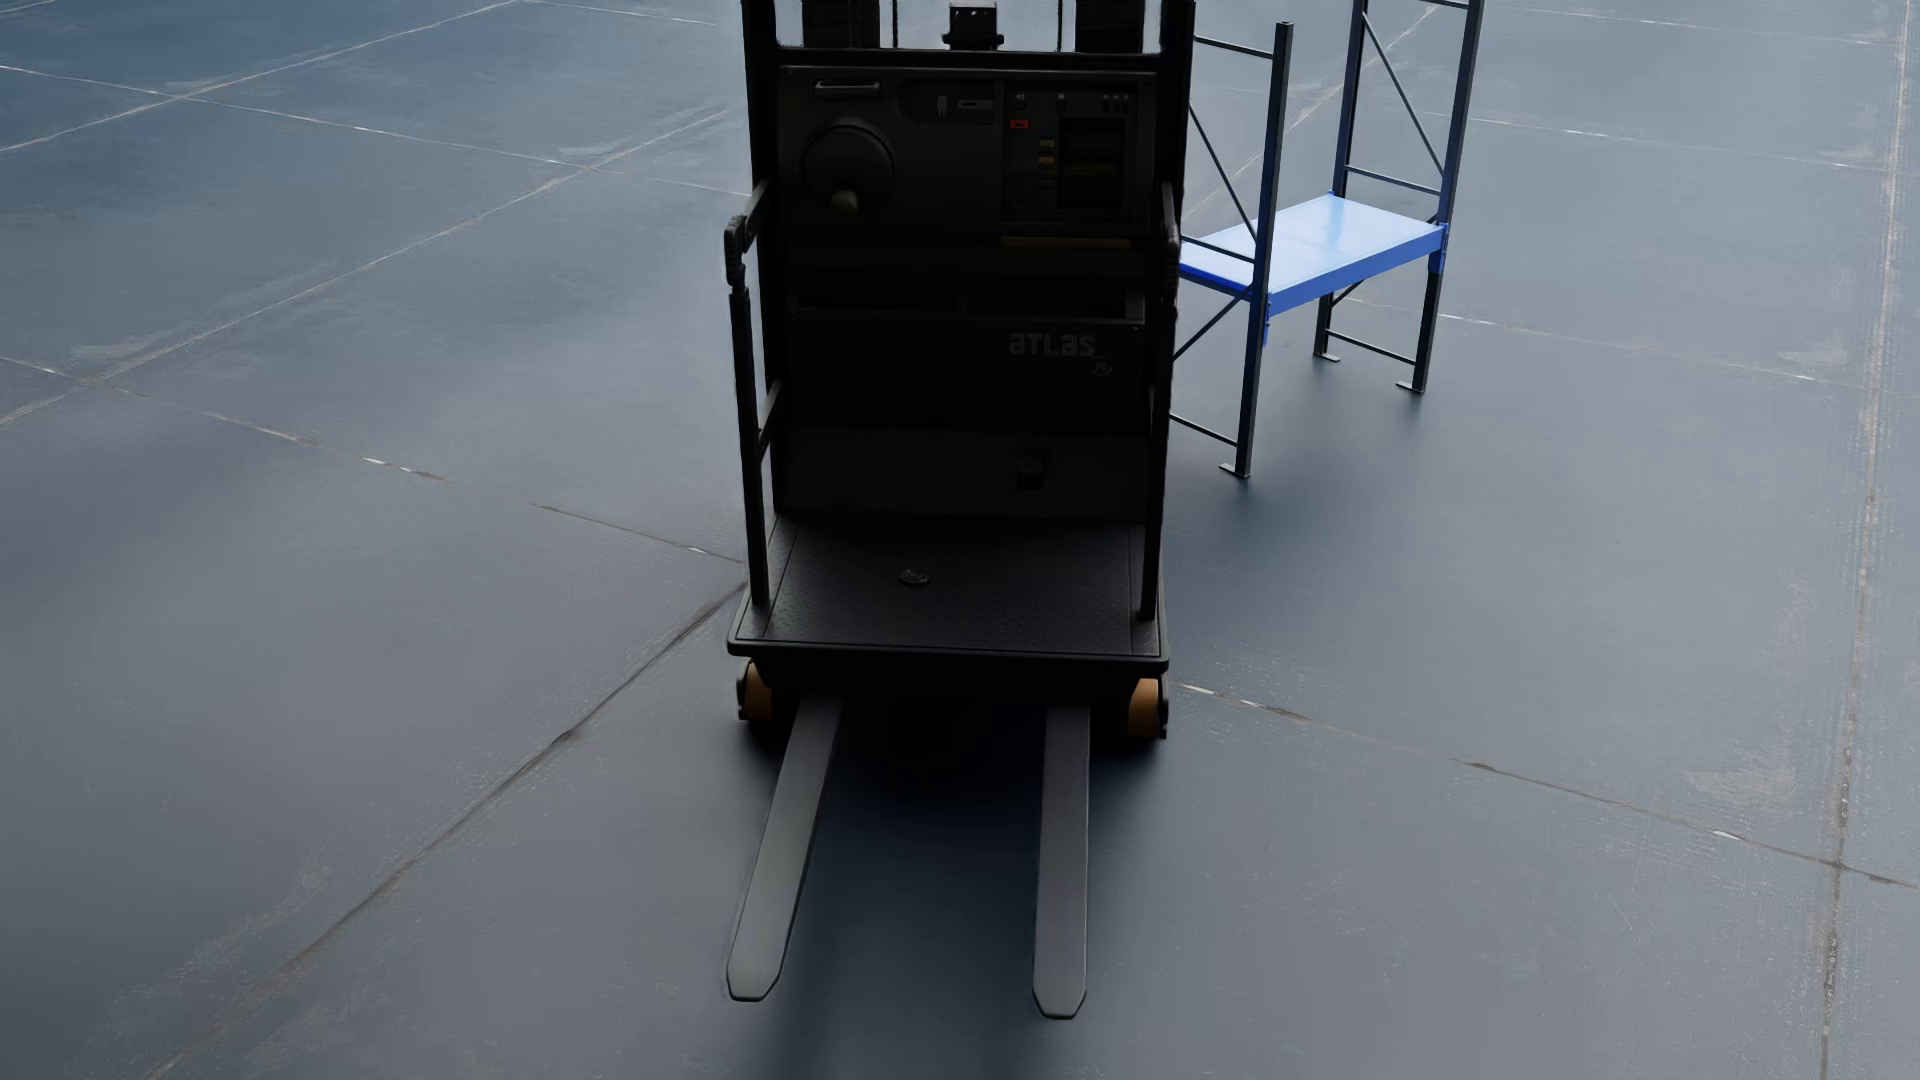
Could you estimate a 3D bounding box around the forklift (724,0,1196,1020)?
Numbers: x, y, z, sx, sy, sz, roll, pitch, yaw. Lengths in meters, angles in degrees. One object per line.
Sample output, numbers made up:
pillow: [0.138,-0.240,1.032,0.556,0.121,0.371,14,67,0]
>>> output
forklift: [0.000,-0.922,3.912,1.130,2.935,3.031,2,30,4]

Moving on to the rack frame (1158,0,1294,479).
rack frame: [0.803,-0.954,5.406,0.032,1.500,0.500,-24,38,-35]

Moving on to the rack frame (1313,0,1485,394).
rack frame: [1.562,-1.291,5.993,0.032,1.500,0.500,-24,38,-35]

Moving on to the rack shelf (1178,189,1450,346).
rack shelf: [1.182,-0.967,5.789,1.000,0.185,0.538,-24,38,-35]

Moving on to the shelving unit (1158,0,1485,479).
shelving unit: [1.182,-1.123,5.699,1.048,1.500,0.538,-24,38,-35]
